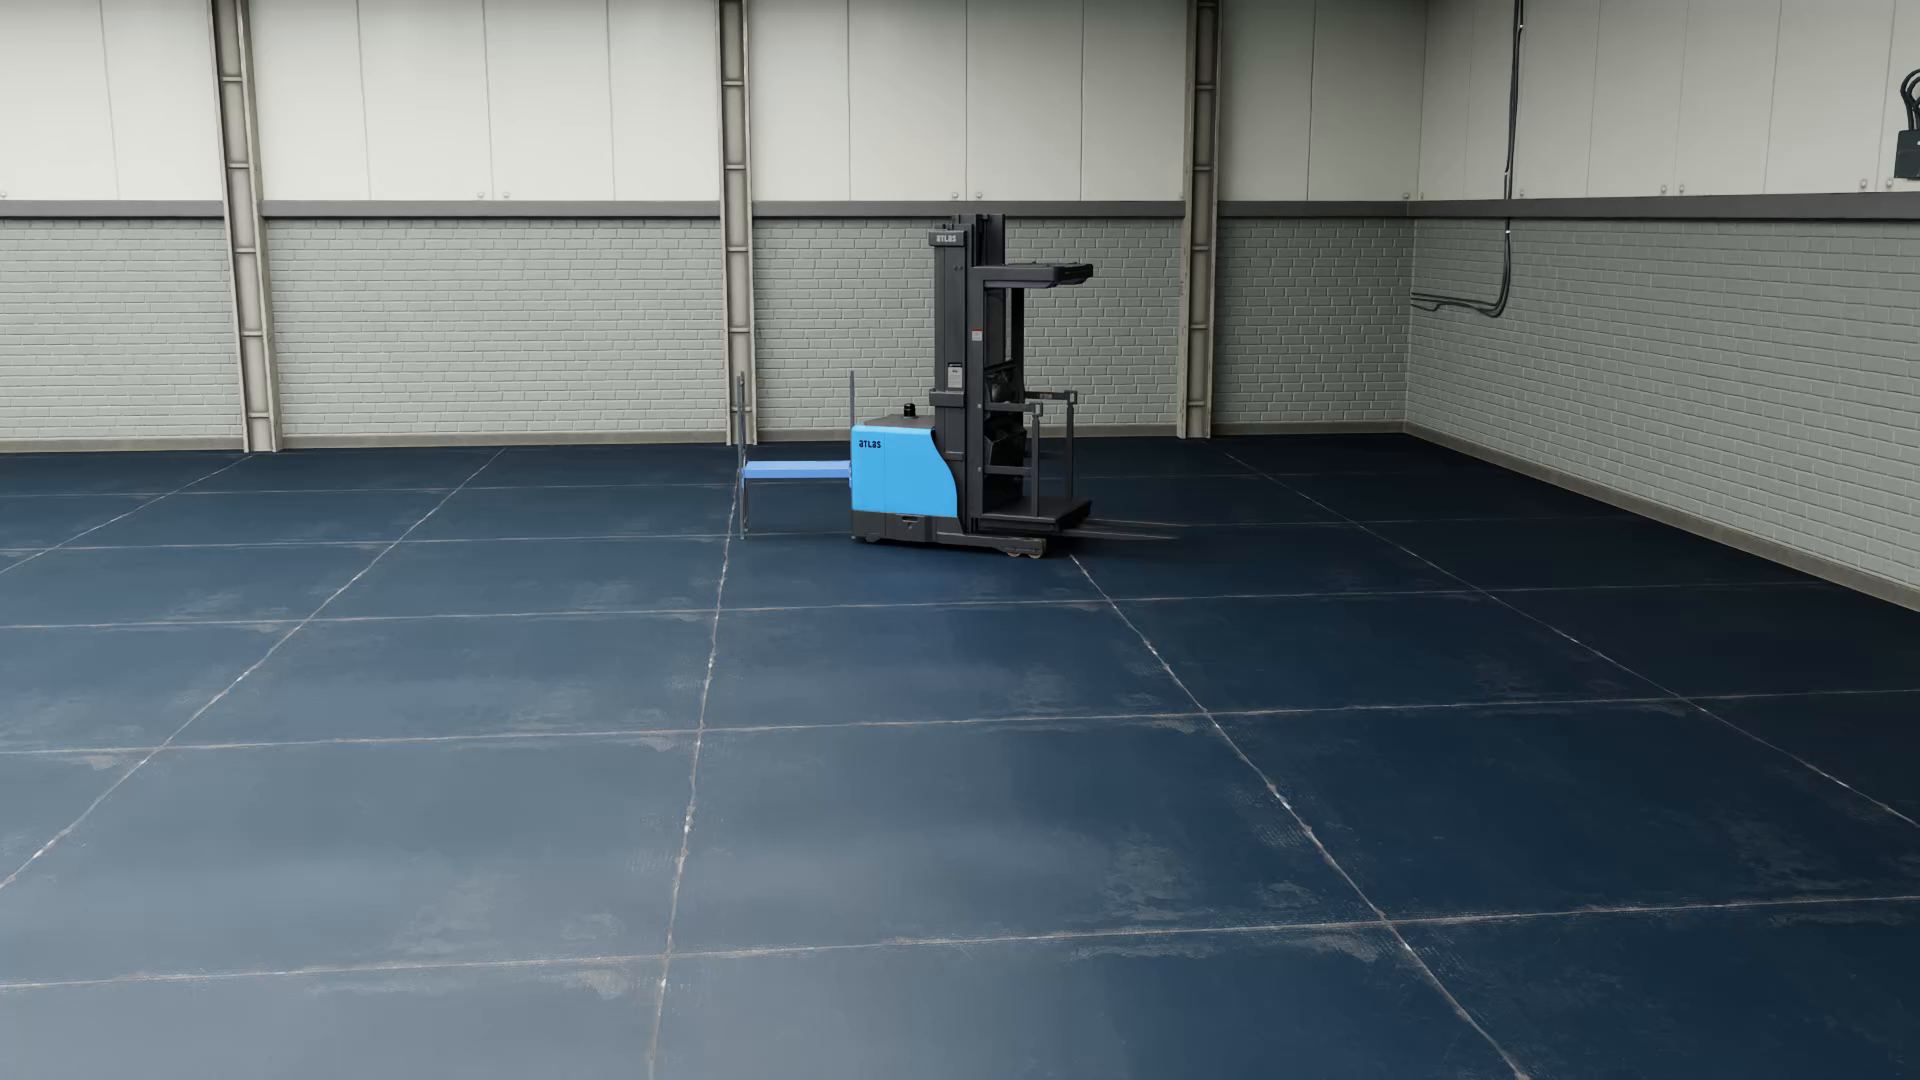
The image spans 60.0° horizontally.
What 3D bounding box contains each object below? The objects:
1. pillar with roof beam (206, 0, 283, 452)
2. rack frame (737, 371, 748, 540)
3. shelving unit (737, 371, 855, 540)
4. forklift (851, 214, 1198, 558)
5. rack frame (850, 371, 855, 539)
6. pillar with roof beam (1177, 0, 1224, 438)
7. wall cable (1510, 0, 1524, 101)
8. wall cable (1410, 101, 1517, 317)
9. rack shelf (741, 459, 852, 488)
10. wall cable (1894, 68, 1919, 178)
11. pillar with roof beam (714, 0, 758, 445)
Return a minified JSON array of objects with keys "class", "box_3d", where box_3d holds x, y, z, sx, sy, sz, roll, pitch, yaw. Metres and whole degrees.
[{"class":"pillar with roof beam","box_3d":[-8.335,-4.725,15.957,0.400,9.000,9.100,-1,11,-6]},{"class":"rack frame","box_3d":[-2.010,-0.789,15.374,0.032,1.500,0.500,0,11,-3]},{"class":"shelving unit","box_3d":[-1.502,-0.793,15.396,1.048,1.500,0.538,0,11,-3]},{"class":"forklift","box_3d":[0.580,-1.395,14.747,3.031,2.935,1.130,4,12,21]},{"class":"rack frame","box_3d":[-0.994,-0.797,15.418,0.032,1.500,0.500,0,11,-3]},{"class":"pillar with roof beam","box_3d":[3.594,-4.975,17.228,0.400,9.000,9.100,-1,11,-6]},{"class":"wall cable","box_3d":[6.493,-6.044,17.623,0.112,2.526,3.097,-1,11,-6]},{"class":"wall cable","box_3d":[6.201,-4.085,20.749,0.112,2.526,3.097,-1,11,-6]},{"class":"rack shelf","box_3d":[-1.502,-0.617,15.431,1.000,0.185,0.538,0,11,-3]},{"class":"wall cable","box_3d":[7.210,-5.456,10.859,0.169,6.003,2.305,-1,11,-6]},{"class":"pillar with roof beam","box_3d":[-2.371,-4.850,16.592,0.400,9.000,9.100,-1,11,-6]}]
